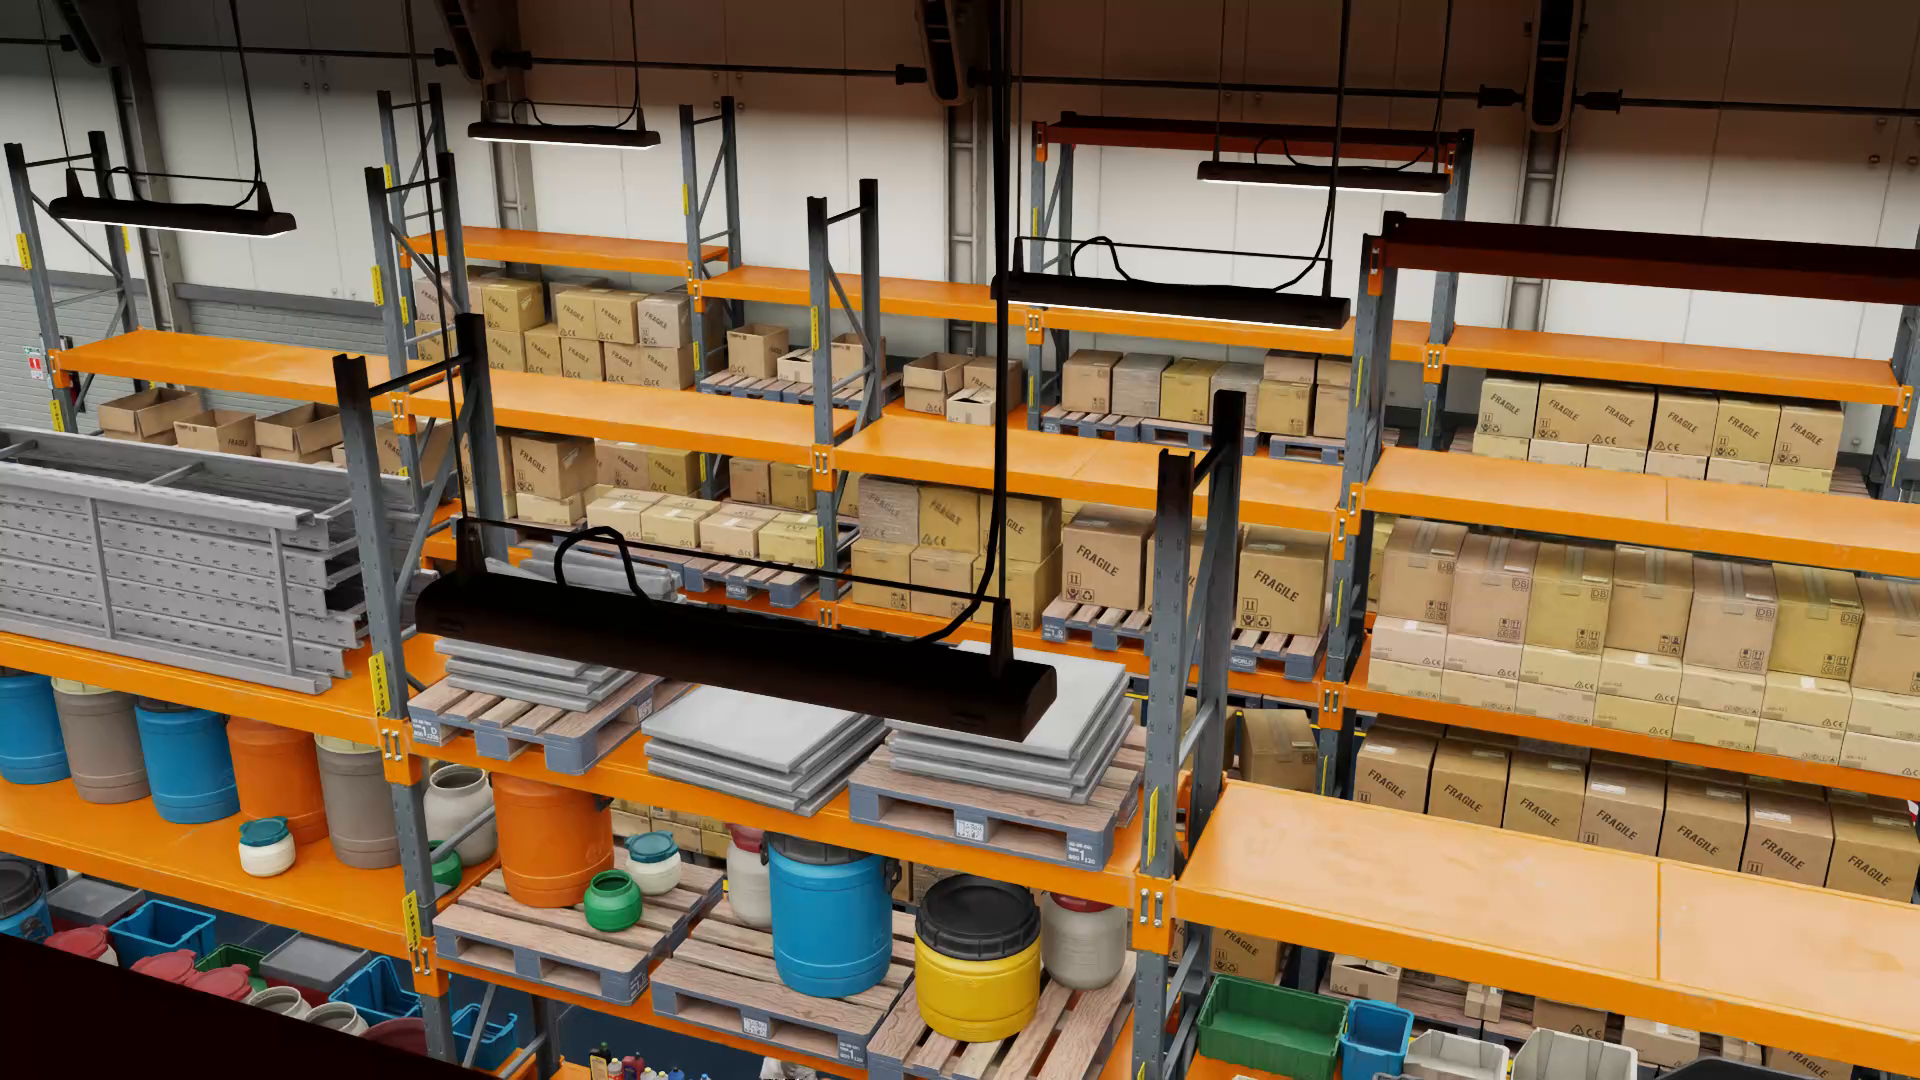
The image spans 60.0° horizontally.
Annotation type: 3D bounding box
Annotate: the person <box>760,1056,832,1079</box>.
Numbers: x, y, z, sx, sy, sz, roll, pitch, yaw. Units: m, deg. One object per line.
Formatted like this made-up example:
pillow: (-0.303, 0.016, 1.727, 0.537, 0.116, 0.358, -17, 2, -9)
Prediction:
person: (-1.125, 3.478, 10.858, 0.718, 1.717, 0.604, 3, 21, 7)

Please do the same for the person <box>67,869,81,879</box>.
person: (-7.966, 2.134, 14.492, 0.503, 1.602, 1.059, -11, 23, -26)
